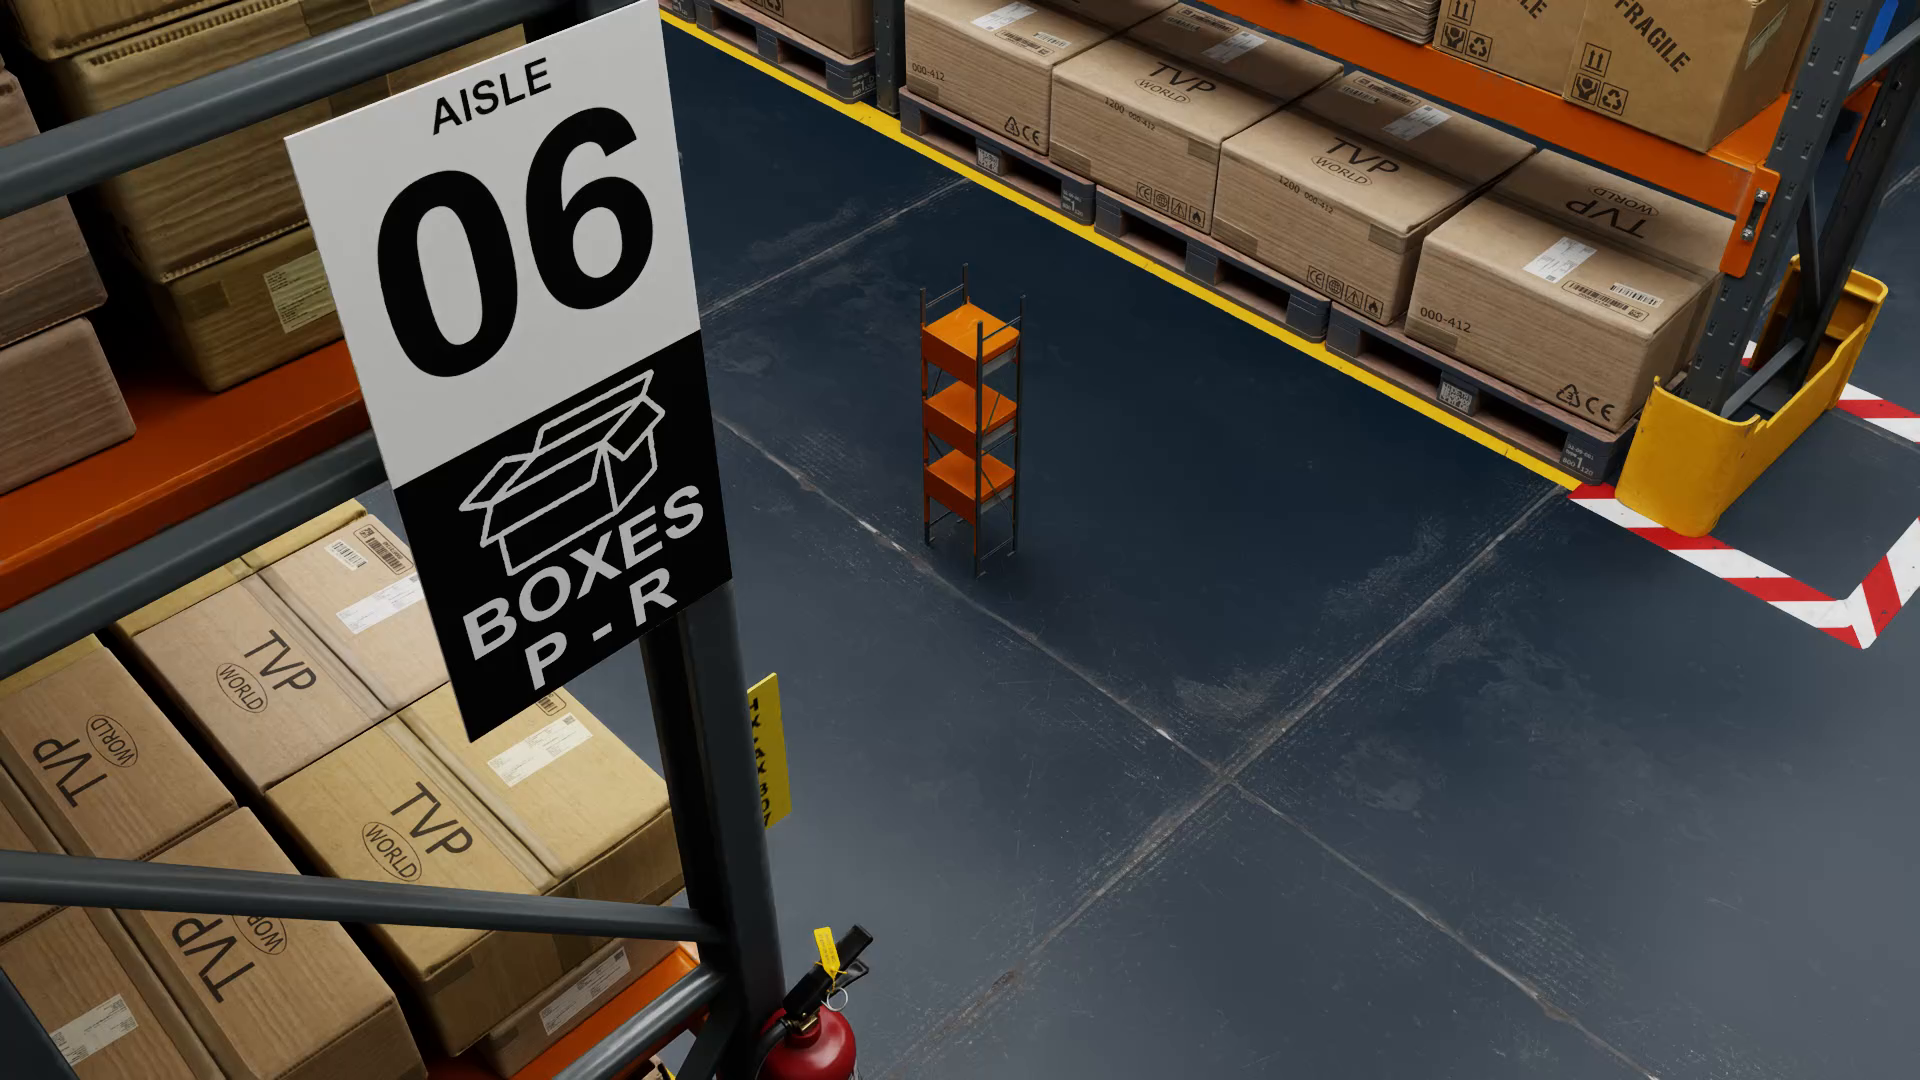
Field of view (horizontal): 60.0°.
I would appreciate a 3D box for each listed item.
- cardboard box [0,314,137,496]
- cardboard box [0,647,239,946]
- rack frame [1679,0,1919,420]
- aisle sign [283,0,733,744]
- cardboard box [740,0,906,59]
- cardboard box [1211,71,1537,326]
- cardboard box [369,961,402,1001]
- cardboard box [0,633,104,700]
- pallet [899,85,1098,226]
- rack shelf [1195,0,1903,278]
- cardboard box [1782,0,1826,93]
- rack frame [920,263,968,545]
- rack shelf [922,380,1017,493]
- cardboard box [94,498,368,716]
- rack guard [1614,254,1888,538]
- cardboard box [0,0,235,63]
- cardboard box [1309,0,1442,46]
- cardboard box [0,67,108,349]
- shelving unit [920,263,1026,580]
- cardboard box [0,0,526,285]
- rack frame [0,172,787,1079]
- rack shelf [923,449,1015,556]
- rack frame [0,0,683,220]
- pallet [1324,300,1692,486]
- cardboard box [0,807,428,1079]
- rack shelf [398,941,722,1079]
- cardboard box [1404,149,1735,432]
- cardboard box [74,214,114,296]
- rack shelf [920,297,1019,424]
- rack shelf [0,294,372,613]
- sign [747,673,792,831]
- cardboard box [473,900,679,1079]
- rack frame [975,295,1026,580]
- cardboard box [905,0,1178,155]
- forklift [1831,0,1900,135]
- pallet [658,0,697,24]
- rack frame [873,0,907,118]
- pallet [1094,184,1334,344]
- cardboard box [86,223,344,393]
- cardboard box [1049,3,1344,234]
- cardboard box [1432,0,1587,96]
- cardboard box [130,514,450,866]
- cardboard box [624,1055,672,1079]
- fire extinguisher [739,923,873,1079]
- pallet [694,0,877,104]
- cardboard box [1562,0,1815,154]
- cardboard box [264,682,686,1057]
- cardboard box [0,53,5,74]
[{"bbox_3d":[-1.081,-0.136,1.661,0.380,0.149,0.250,-33,52,-30],"label":"cardboard box"},{"bbox_3d":[-1.567,0.520,2.868,0.500,0.250,0.500,-34,52,-31],"label":"cardboard box"},{"bbox_3d":[2.821,-1.464,5.124,1.000,3.000,0.127,-34,53,-31],"label":"rack frame"},{"bbox_3d":[-0.435,-0.146,1.782,0.394,0.787,0.004,-34,53,-31],"label":"aisle sign"},{"bbox_3d":[-0.498,-3.019,8.064,0.875,0.875,0.875,-32,52,-30],"label":"cardboard box"},{"bbox_3d":[1.632,-1.382,6.614,0.875,0.438,0.875,-33,52,-30],"label":"cardboard box"},{"bbox_3d":[-0.941,0.620,3.054,0.380,0.149,0.250,-33,52,-30],"label":"cardboard box"},{"bbox_3d":[-1.913,0.280,3.128,0.500,0.250,0.500,-32,52,-30],"label":"cardboard box"},{"bbox_3d":[0.478,-1.959,7.714,1.003,0.211,1.213,-34,53,-31],"label":"pallet"},{"bbox_3d":[1.408,-2.161,6.408,1.077,0.370,4.000,-34,53,-31],"label":"rack shelf"},{"bbox_3d":[2.685,-1.869,5.489,0.500,0.500,0.500,34,52,31],"label":"cardboard box"},{"bbox_3d":[-0.048,-0.419,5.429,0.200,1.050,0.008,-34,53,-31],"label":"rack frame"},{"bbox_3d":[0.038,-0.352,5.373,0.215,0.259,0.240,-34,53,-31],"label":"rack shelf"},{"bbox_3d":[-1.537,0.031,3.397,0.500,0.250,0.500,33,52,31],"label":"cardboard box"},{"bbox_3d":[2.838,-0.534,5.960,1.175,0.500,0.348,-34,53,-31],"label":"rack guard"},{"bbox_3d":[-0.826,-0.756,1.671,0.500,0.250,0.500,34,52,31],"label":"cardboard box"},{"bbox_3d":[1.579,-2.096,5.735,0.500,0.500,0.500,-33,52,-30],"label":"cardboard box"},{"bbox_3d":[-1.198,-0.322,1.570,0.500,0.250,0.500,33,52,31],"label":"cardboard box"},{"bbox_3d":[0.038,-0.360,5.366,0.215,1.050,0.252,-34,53,-31],"label":"shelving unit"},{"bbox_3d":[-0.811,-0.583,1.852,0.500,0.250,0.500,34,52,31],"label":"cardboard box"},{"bbox_3d":[-0.691,0.917,2.548,1.000,3.000,0.127,-34,53,-31],"label":"rack frame"},{"bbox_3d":[0.038,-0.148,5.562,0.215,0.259,0.240,-34,53,-31],"label":"rack shelf"},{"bbox_3d":[-0.691,-1.287,0.512,1.000,3.000,0.127,-34,53,-31],"label":"rack frame"},{"bbox_3d":[2.201,-0.786,6.446,1.003,0.211,1.213,-34,53,-31],"label":"pallet"},{"bbox_3d":[-1.204,0.769,2.599,0.500,0.250,0.500,-33,52,-30],"label":"cardboard box"},{"bbox_3d":[-2.103,0.220,3.832,1.077,0.370,4.000,-34,53,-31],"label":"rack shelf"},{"bbox_3d":[2.284,-0.946,6.142,0.875,0.438,0.875,32,52,30],"label":"cardboard box"},{"bbox_3d":[-0.955,-0.471,2.024,0.380,0.149,0.250,-33,52,-31],"label":"cardboard box"},{"bbox_3d":[0.038,-0.561,5.180,0.215,0.259,0.240,-34,53,-31],"label":"rack shelf"},{"bbox_3d":[-2.103,-0.882,2.814,1.077,0.370,4.000,-34,53,-31],"label":"rack shelf"},{"bbox_3d":[-0.307,0.339,2.535,0.100,0.325,0.005,-34,53,-31],"label":"sign"},{"bbox_3d":[-0.729,0.720,2.946,0.250,0.149,0.380,34,52,31],"label":"cardboard box"},{"bbox_3d":[0.124,-0.301,5.302,0.200,1.050,0.008,-34,53,-31],"label":"rack frame"},{"bbox_3d":[0.363,-2.246,7.549,0.875,0.438,0.875,33,52,31],"label":"cardboard box"},{"bbox_3d":[3.289,-3.822,7.727,1.130,2.935,3.031,-10,44,-11],"label":"forklift"},{"bbox_3d":[-1.468,-3.283,9.147,1.003,0.211,1.213,-34,53,-31],"label":"pallet"},{"bbox_3d":[-0.004,-3.386,7.204,1.000,3.000,0.127,-34,53,-31],"label":"rack frame"},{"bbox_3d":[1.343,-1.373,7.080,1.003,0.211,1.213,-34,53,-31],"label":"pallet"},{"bbox_3d":[-0.751,-0.357,1.901,0.380,0.149,0.250,-33,52,-30],"label":"cardboard box"},{"bbox_3d":[0.996,-1.816,7.084,0.875,0.438,0.875,33,52,30],"label":"cardboard box"},{"bbox_3d":[1.949,-1.854,5.472,0.500,0.500,0.500,33,52,31],"label":"cardboard box"},{"bbox_3d":[-1.177,0.273,3.135,0.500,0.250,0.500,-34,52,-31],"label":"cardboard box"},{"bbox_3d":[-1.056,1.340,3.620,0.637,0.503,0.797,32,52,30],"label":"cardboard box"},{"bbox_3d":[-0.260,0.931,2.864,0.296,0.674,0.183,-34,53,-31],"label":"fire extinguisher"},{"bbox_3d":[-0.602,-2.696,8.513,1.003,0.211,1.213,-34,53,-31],"label":"pallet"},{"bbox_3d":[2.293,-1.606,5.204,0.500,0.500,0.500,-34,52,-31],"label":"cardboard box"},{"bbox_3d":[-0.821,0.515,2.873,0.500,0.250,0.500,-34,52,-31],"label":"cardboard box"},{"bbox_3d":[-1.202,-0.502,1.396,0.500,0.250,0.500,33,52,30],"label":"cardboard box"}]
